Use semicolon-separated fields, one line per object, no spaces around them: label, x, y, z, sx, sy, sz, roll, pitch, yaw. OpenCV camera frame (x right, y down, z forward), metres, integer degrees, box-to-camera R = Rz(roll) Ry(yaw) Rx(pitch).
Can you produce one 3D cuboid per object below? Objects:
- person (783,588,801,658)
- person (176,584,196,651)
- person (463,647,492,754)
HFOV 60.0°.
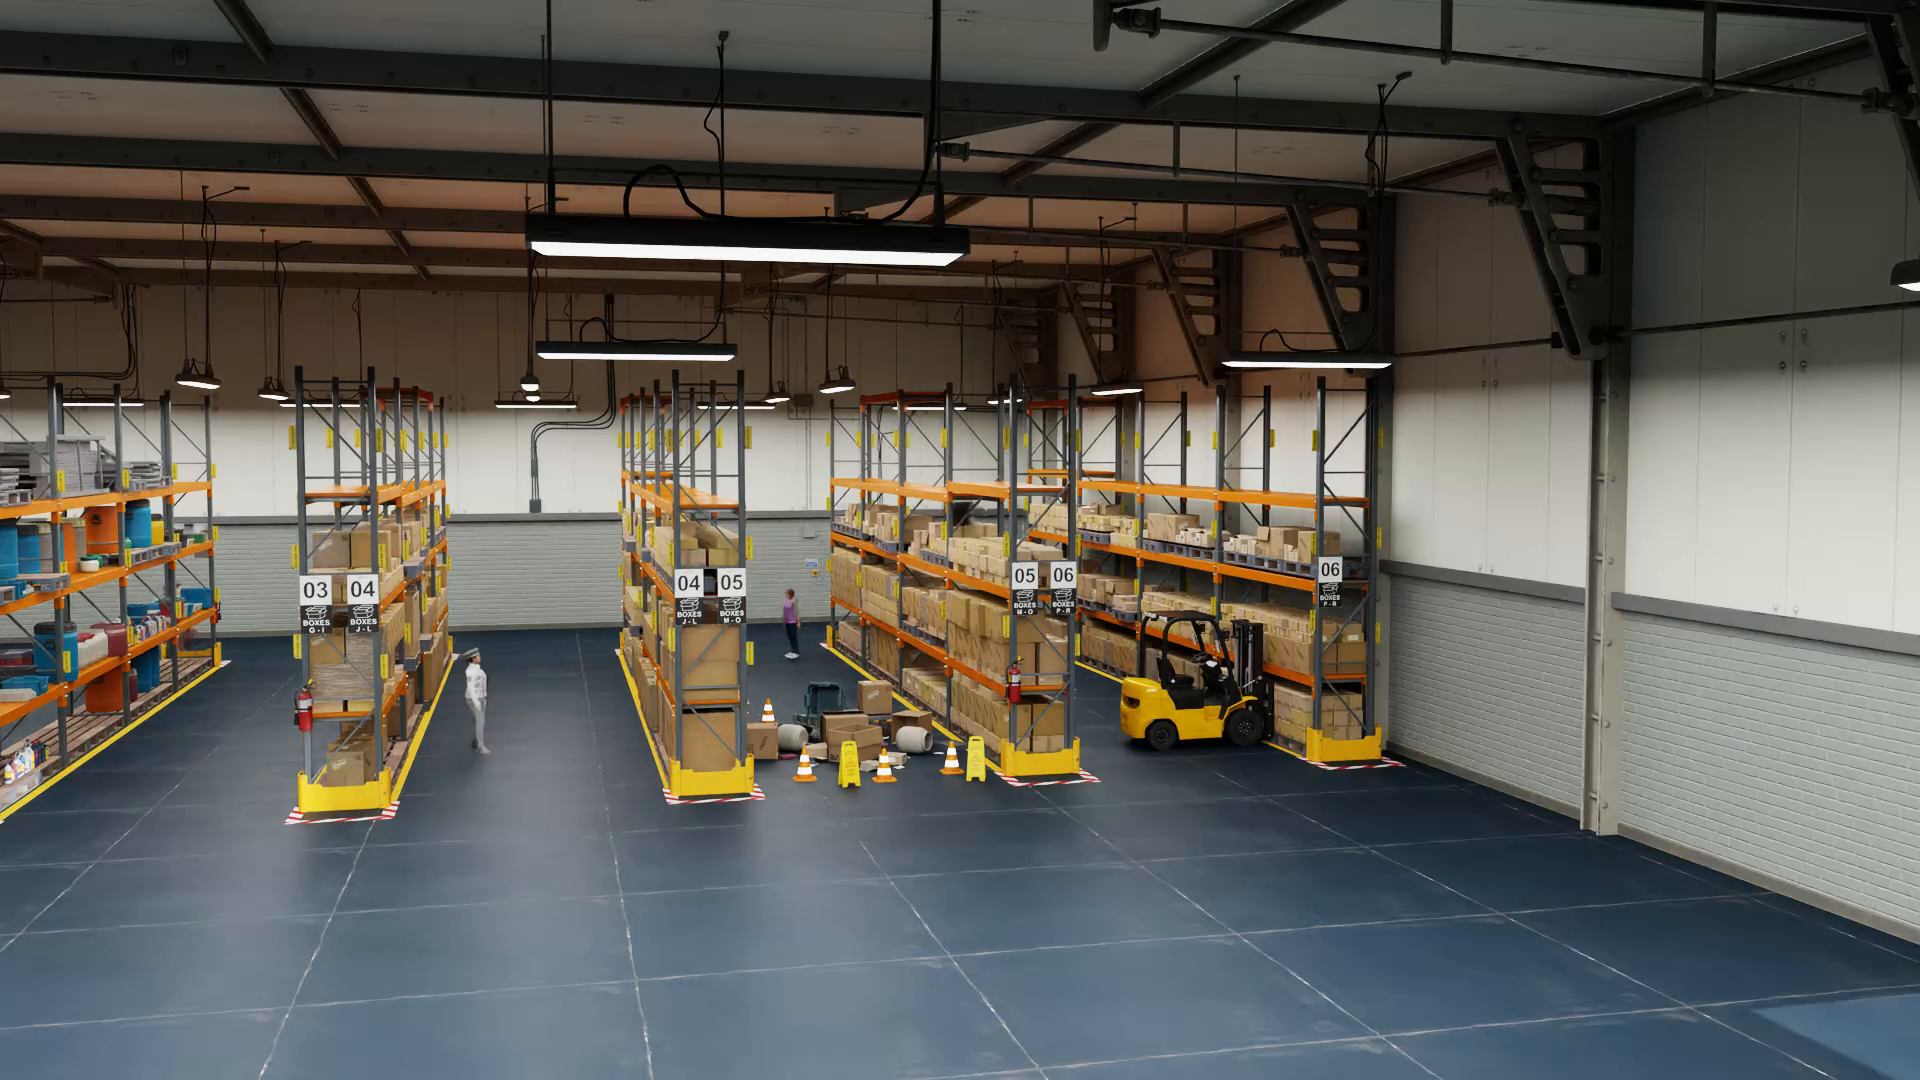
person;-3.884;1.915;38.318;0.335;1.604;0.491;-3;5;-43
person;-18.061;1.844;38.645;0.468;1.658;0.461;0;3;-2
person;-7.729;2.583;26.830;0.541;1.707;0.493;1;4;16
